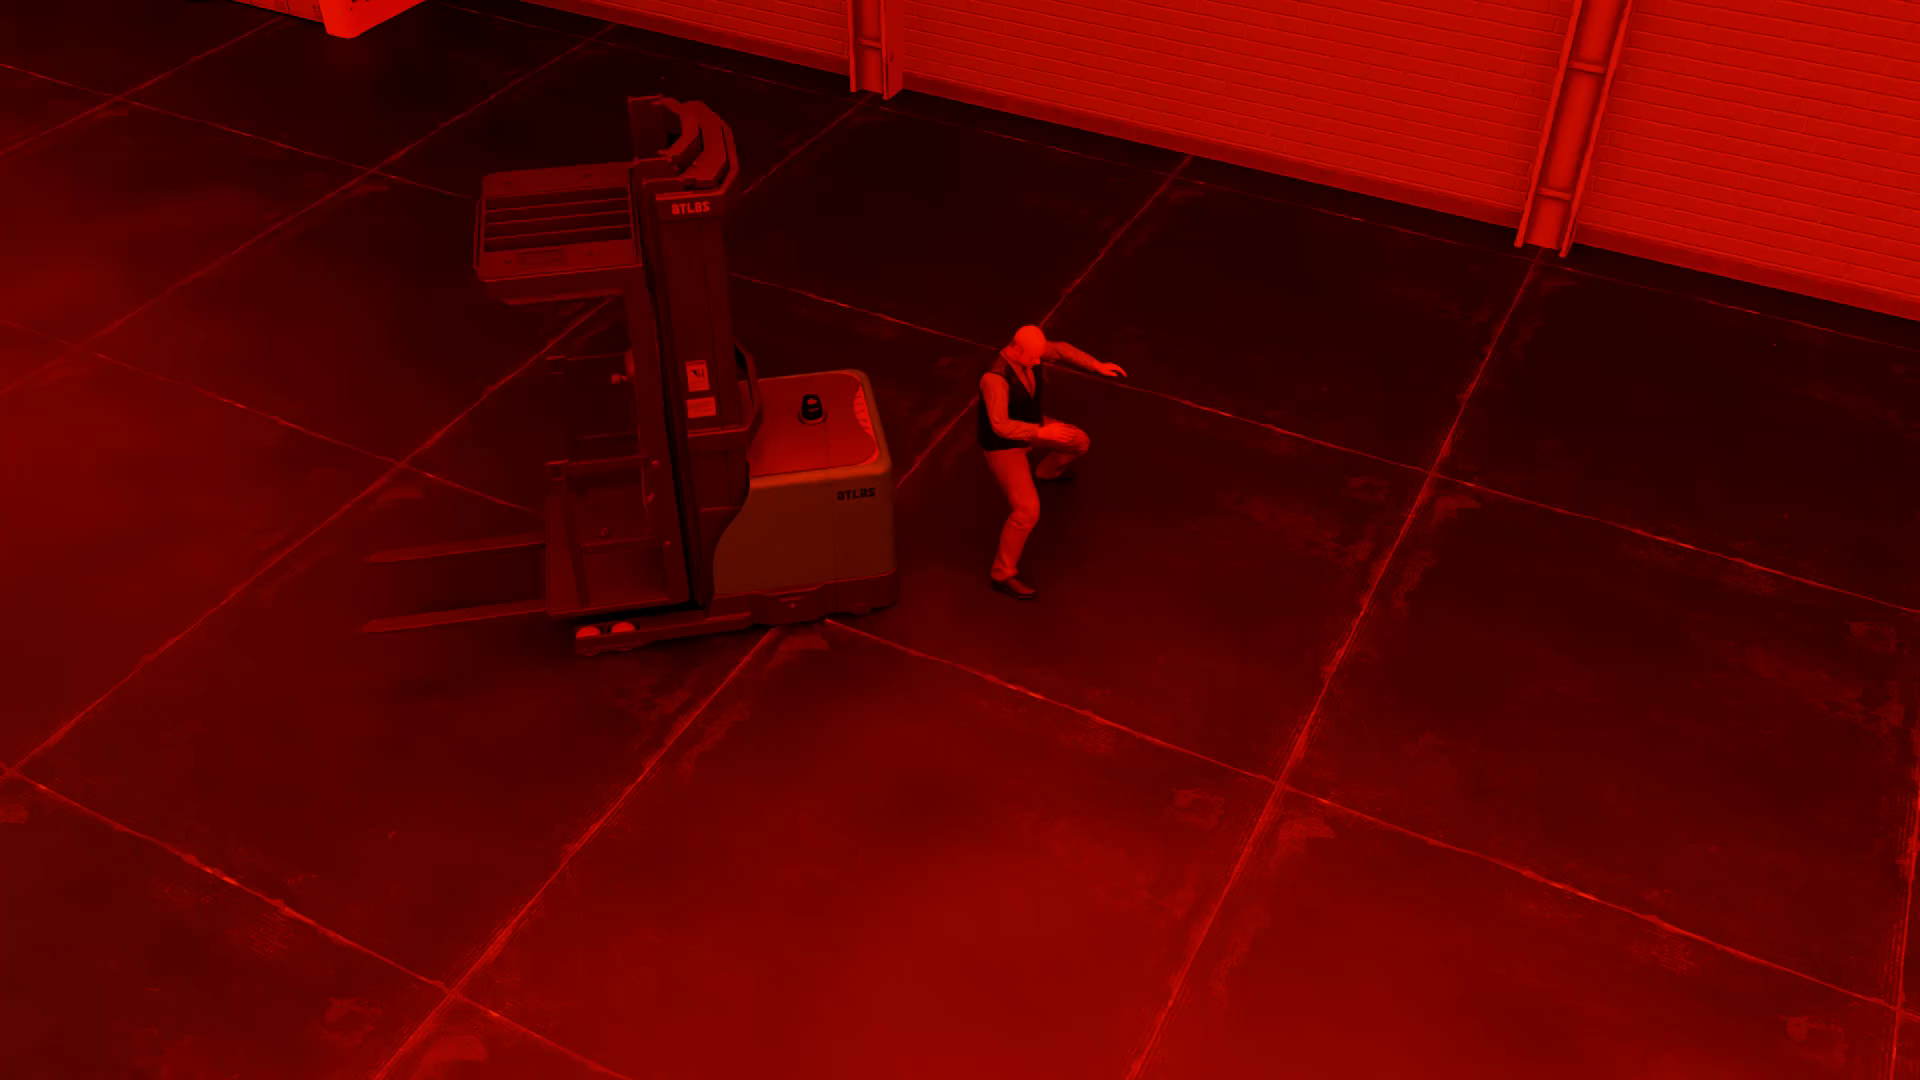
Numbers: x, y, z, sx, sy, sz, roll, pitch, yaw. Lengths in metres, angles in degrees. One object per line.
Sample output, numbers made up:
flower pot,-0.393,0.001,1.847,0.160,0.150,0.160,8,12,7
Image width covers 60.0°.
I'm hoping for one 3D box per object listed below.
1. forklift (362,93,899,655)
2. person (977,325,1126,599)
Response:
forklift,-1.927,-0.835,8.978,3.031,2.935,1.130,-7,41,-9
person,0.464,-0.580,9.891,0.709,1.367,1.204,24,46,26
